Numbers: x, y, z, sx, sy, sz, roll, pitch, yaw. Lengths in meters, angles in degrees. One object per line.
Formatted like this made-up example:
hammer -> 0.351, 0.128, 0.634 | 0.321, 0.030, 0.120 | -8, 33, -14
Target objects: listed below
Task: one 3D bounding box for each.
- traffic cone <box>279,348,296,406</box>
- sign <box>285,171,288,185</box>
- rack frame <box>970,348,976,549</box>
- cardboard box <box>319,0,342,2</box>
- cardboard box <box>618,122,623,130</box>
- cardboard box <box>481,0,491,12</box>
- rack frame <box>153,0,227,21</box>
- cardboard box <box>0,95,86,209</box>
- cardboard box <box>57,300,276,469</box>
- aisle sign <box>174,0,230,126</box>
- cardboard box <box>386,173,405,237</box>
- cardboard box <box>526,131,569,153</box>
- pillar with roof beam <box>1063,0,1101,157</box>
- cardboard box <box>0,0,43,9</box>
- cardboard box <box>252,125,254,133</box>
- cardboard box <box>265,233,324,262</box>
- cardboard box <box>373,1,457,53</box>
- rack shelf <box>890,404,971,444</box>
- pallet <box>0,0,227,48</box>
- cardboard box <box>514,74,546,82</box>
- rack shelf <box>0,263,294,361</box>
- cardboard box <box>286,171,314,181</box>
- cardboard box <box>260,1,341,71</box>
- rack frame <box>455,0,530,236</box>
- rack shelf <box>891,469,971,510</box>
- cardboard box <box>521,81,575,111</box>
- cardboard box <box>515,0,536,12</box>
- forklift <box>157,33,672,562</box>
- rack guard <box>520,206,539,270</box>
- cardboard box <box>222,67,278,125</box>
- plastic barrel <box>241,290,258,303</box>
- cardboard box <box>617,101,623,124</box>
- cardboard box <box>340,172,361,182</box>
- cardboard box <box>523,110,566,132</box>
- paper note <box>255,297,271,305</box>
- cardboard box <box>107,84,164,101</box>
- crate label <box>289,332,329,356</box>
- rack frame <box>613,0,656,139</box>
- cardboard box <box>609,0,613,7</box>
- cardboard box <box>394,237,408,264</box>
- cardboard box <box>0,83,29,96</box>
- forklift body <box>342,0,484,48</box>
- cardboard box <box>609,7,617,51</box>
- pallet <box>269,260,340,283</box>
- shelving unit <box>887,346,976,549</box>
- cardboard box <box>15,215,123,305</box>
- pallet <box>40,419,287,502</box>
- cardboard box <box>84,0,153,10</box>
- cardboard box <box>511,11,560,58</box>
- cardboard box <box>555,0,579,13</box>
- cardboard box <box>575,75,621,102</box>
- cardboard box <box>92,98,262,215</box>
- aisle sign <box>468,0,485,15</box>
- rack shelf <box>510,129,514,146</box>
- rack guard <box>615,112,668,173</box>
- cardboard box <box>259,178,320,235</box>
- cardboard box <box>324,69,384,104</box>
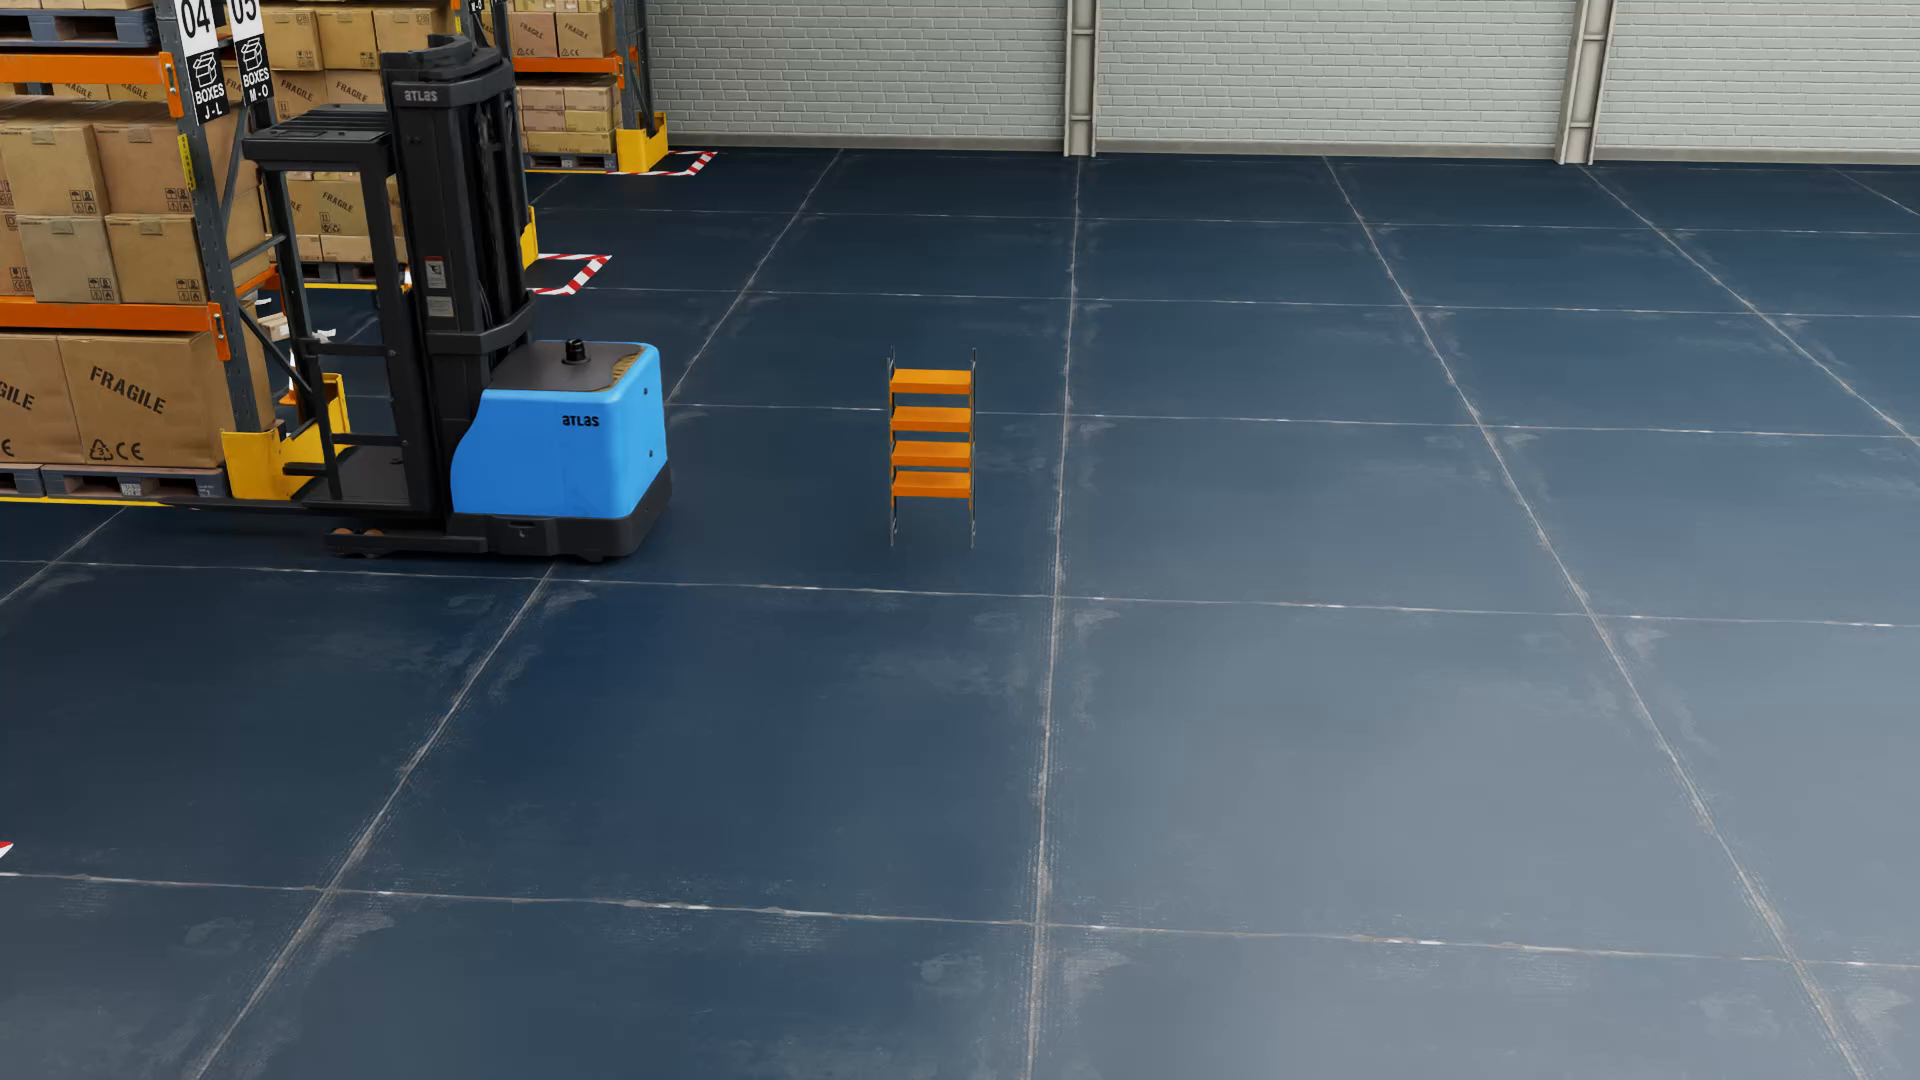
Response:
traffic cone -> -4.943, -1.284, 12.488 | 0.334, 0.463, 0.336 | 2, 25, 4
sign -> -4.474, -2.488, 10.939 | 0.005, 0.325, 0.100 | 2, 25, 4
rack frame -> 0.078, -0.543, 9.994 | 0.015, 1.200, 0.240 | 2, 25, 4
cardboard box -> -7.300, -6.304, 19.466 | 0.250, 0.149, 0.380 | 2, 25, 5
cardboard box -> -4.343, -5.002, 20.320 | 0.500, 0.250, 0.500 | 2, 25, 4
cardboard box -> -5.516, -6.229, 19.302 | 0.250, 0.149, 0.380 | 2, 25, 4
rack frame -> -4.522, -4.553, 9.380 | 0.127, 3.000, 1.000 | 2, 25, 4
cardboard box -> -5.993, -2.468, 10.555 | 0.550, 0.550, 0.875 | 2, 25, 4
cardboard box -> -5.204, -1.048, 10.978 | 0.875, 0.875, 0.875 | 2, 25, 4
aisle sign -> -4.475, -2.882, 9.814 | 0.004, 0.787, 0.394 | 2, 25, 4
cardboard box -> -5.063, -3.094, 15.275 | 0.500, 0.500, 0.500 | 2, 25, 4
cardboard box -> -4.856, -4.808, 19.898 | 0.500, 0.250, 0.500 | 2, 25, 4
pillar with roof beam -> 1.160, -7.100, 14.915 | 0.400, 9.000, 9.100 | 2, 25, 4
cardboard box -> -5.387, -3.199, 9.703 | 0.250, 0.149, 0.380 | 2, 25, 5
cardboard box -> -6.415, -3.723, 15.054 | 0.250, 0.149, 0.380 | 2, 25, 4
cardboard box -> -6.109, -2.784, 15.499 | 0.500, 0.250, 0.500 | 1, 25, 2
cardboard box -> -4.770, -4.455, 14.671 | 0.500, 0.500, 0.700 | 1, 25, 3
rack shelf -> -0.165, -0.692, 9.945 | 0.480, 0.148, 0.258 | 2, 25, 4
pallet -> -5.263, -3.170, 10.068 | 1.213, 0.211, 1.003 | 2, 25, 4
cardboard box -> -5.329, -5.488, 20.180 | 0.500, 0.250, 0.500 | 2, 25, 4
rack shelf -> -6.517, -1.565, 10.924 | 4.000, 0.370, 1.077 | 2, 25, 4
cardboard box -> -5.947, -3.391, 15.144 | 0.250, 0.149, 0.380 | 3, 25, 6
cardboard box -> -5.791, -4.447, 14.655 | 0.500, 0.500, 0.700 | 2, 25, 3
rack frame -> -4.244, -3.894, 15.125 | 0.127, 3.000, 1.000 | 2, 25, 4
rack shelf -> -0.165, -0.309, 10.122 | 0.480, 0.148, 0.258 | 2, 25, 4
cardboard box -> -4.861, -5.258, 19.679 | 0.500, 0.250, 0.500 | 2, 25, 5
cardboard box -> -4.993, -6.240, 19.327 | 0.250, 0.149, 0.380 | 2, 25, 4
forklift -> -3.404, -1.442, 9.877 | 3.031, 2.935, 1.130 | 2, 25, 5
rack guard -> -4.320, -2.761, 15.653 | 0.348, 0.500, 1.175 | 2, 25, 4
cardboard box -> -6.308, -4.037, 14.960 | 0.500, 0.500, 0.500 | 2, 25, 5
plastic barrel -> -6.420, -2.159, 14.436 | 0.421, 0.421, 0.512 | 22, 33, 39
cardboard box -> -4.321, -5.234, 20.225 | 0.500, 0.250, 0.500 | 2, 25, 5
cardboard box -> -5.434, -3.372, 15.104 | 0.250, 0.149, 0.380 | 3, 25, 6
cardboard box -> -4.876, -5.038, 19.799 | 0.500, 0.250, 0.500 | 2, 25, 3
paper note -> -6.236, -2.134, 14.851 | 0.148, 0.019, 0.142 | -7, 26, -14
cardboard box -> -7.313, -4.066, 15.023 | 0.500, 0.500, 0.500 | 2, 25, 4
crate label -> -5.306, -1.596, 13.554 | 0.298, 0.136, 0.250 | -11, 27, -23
rack frame -> -3.868, -5.963, 19.621 | 0.127, 3.000, 1.000 | 2, 25, 4
cardboard box -> -4.186, -6.422, 19.723 | 0.250, 0.149, 0.380 | 1, 25, 3
cardboard box -> -5.095, -2.751, 15.426 | 0.500, 0.250, 0.500 | 2, 25, 4
cardboard box -> -8.711, -4.313, 15.057 | 0.500, 0.500, 0.500 | 1, 25, 3
forklift body -> -5.898, -4.878, 18.278 | 1.214, 2.155, 2.313 | 2, 25, 4
cardboard box -> -4.341, -6.140, 19.886 | 0.500, 0.500, 0.500 | 3, 25, 6
pallet -> -6.340, -2.711, 15.889 | 1.213, 0.211, 1.003 | 2, 25, 4
shelving unit -> -0.165, -0.550, 10.011 | 0.503, 1.200, 0.258 | 2, 25, 4
cardboard box -> -5.446, -1.898, 10.606 | 0.550, 0.550, 0.875 | 2, 25, 4
pallet -> -5.326, -0.554, 11.202 | 1.213, 0.211, 1.003 | 2, 25, 4
cardboard box -> -4.880, -3.182, 9.667 | 0.250, 0.149, 0.380 | 2, 25, 4
cardboard box -> -4.895, -5.936, 19.441 | 0.500, 0.500, 0.500 | 3, 25, 6
cardboard box -> -4.492, -6.194, 19.226 | 0.250, 0.149, 0.380 | 2, 25, 5
cardboard box -> -4.333, -5.453, 20.104 | 0.500, 0.250, 0.500 | 1, 25, 3
cardboard box -> -4.889, -2.415, 10.438 | 0.550, 0.550, 0.875 | 2, 25, 4
aisle sign -> -4.205, -4.953, 14.315 | 0.004, 0.787, 0.394 | 2, 25, 4
rack shelf -> -6.238, -3.632, 15.415 | 4.000, 0.370, 1.077 | 2, 25, 4
rack guard -> -3.844, -4.827, 20.142 | 0.348, 0.500, 1.175 | 2, 25, 4
cardboard box -> -6.086, -3.128, 15.350 | 0.500, 0.500, 0.500 | 1, 25, 3
cardboard box -> -5.305, -3.995, 14.869 | 0.500, 0.500, 0.500 | 2, 25, 4
